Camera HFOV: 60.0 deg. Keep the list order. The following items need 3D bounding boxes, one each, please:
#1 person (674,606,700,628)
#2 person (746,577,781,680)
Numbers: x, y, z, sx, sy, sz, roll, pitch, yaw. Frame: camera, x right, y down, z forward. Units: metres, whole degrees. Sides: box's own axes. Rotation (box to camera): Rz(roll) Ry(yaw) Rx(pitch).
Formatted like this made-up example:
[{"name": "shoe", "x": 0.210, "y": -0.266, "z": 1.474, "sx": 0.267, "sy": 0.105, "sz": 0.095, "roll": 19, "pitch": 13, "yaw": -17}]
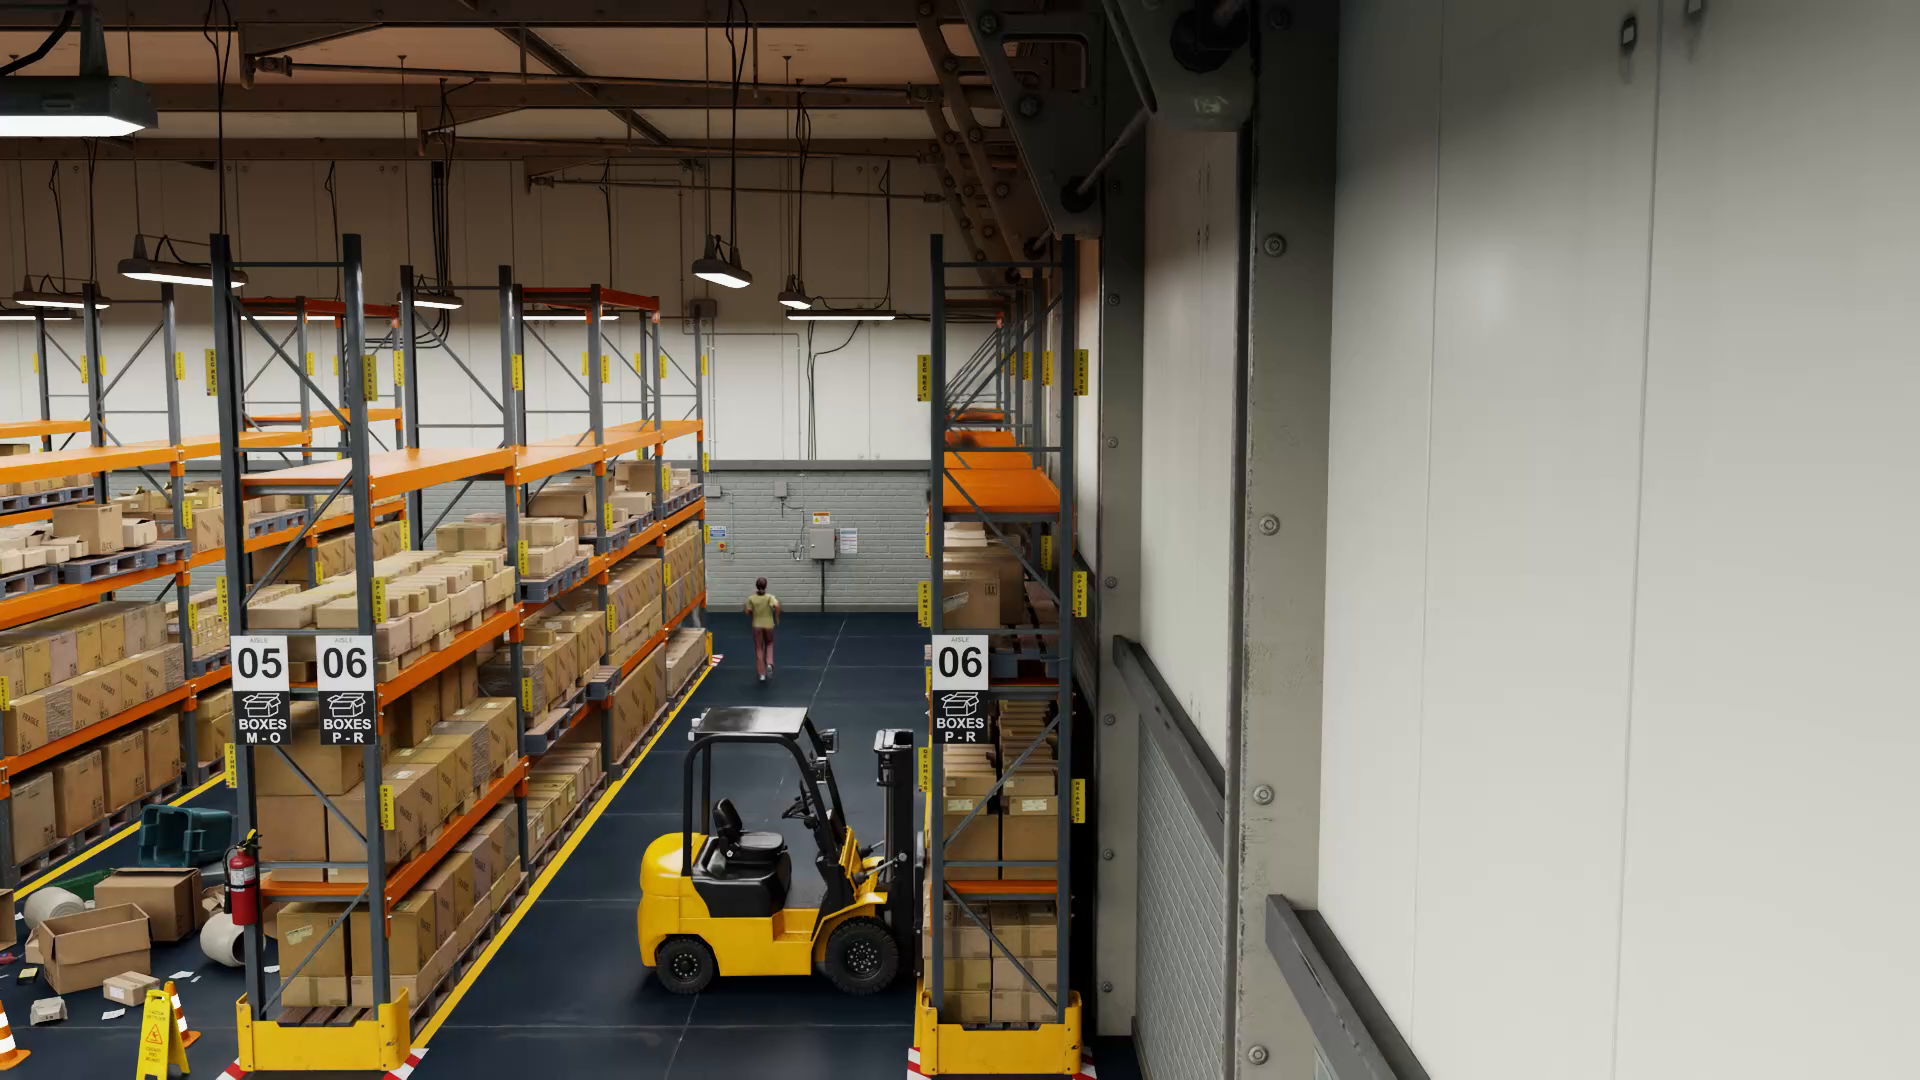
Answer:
[{"name": "person", "x": -4.832, "y": 1.081, "z": 29.258, "sx": 0.717, "sy": 1.785, "sz": 0.761, "roll": 2, "pitch": 7, "yaw": 21}, {"name": "person", "x": -3.134, "y": 1.410, "z": 26.489, "sx": 0.549, "sy": 1.659, "sz": 0.656, "roll": -1, "pitch": 6, "yaw": -9}]
